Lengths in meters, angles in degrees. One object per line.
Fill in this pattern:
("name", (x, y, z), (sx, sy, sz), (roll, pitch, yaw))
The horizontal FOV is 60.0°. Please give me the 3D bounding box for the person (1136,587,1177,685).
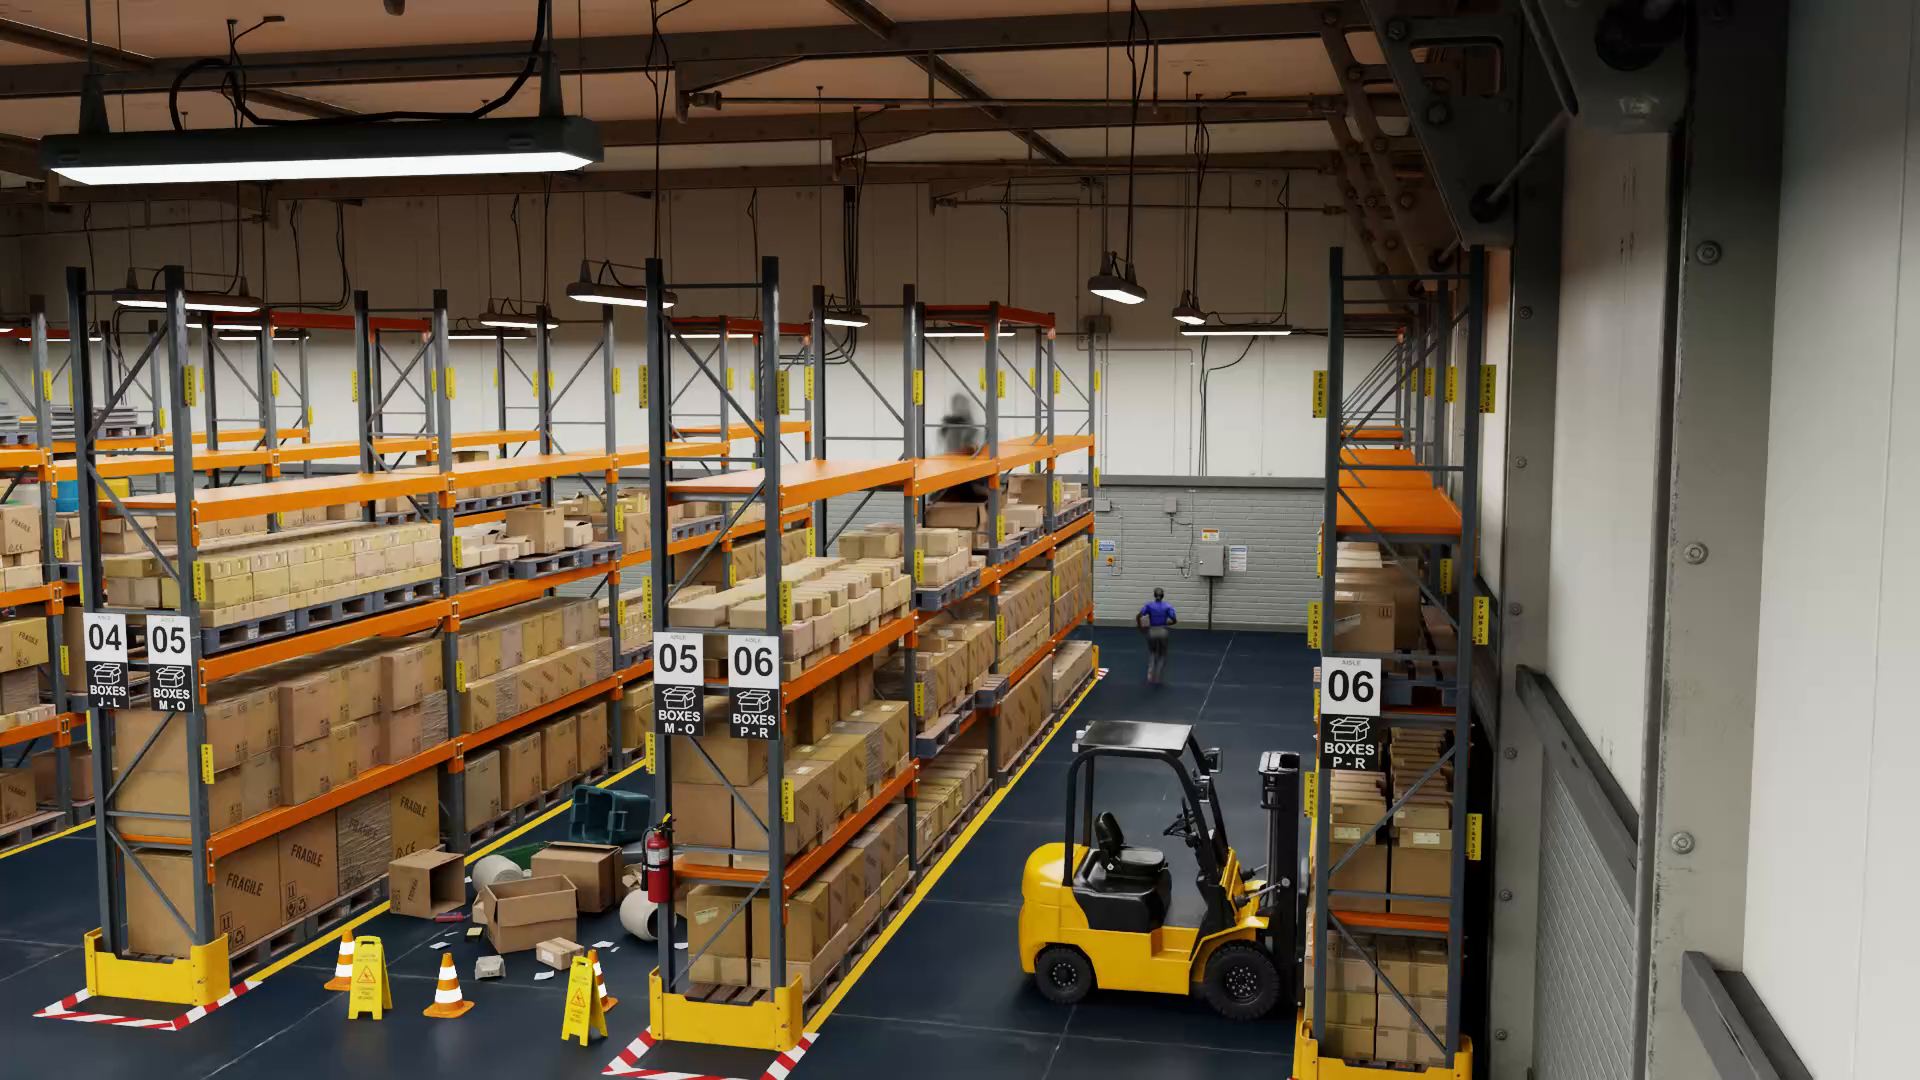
("person", (3.282, 1.577, 27.522), (0.608, 1.615, 0.538), (1, 6, 13))
